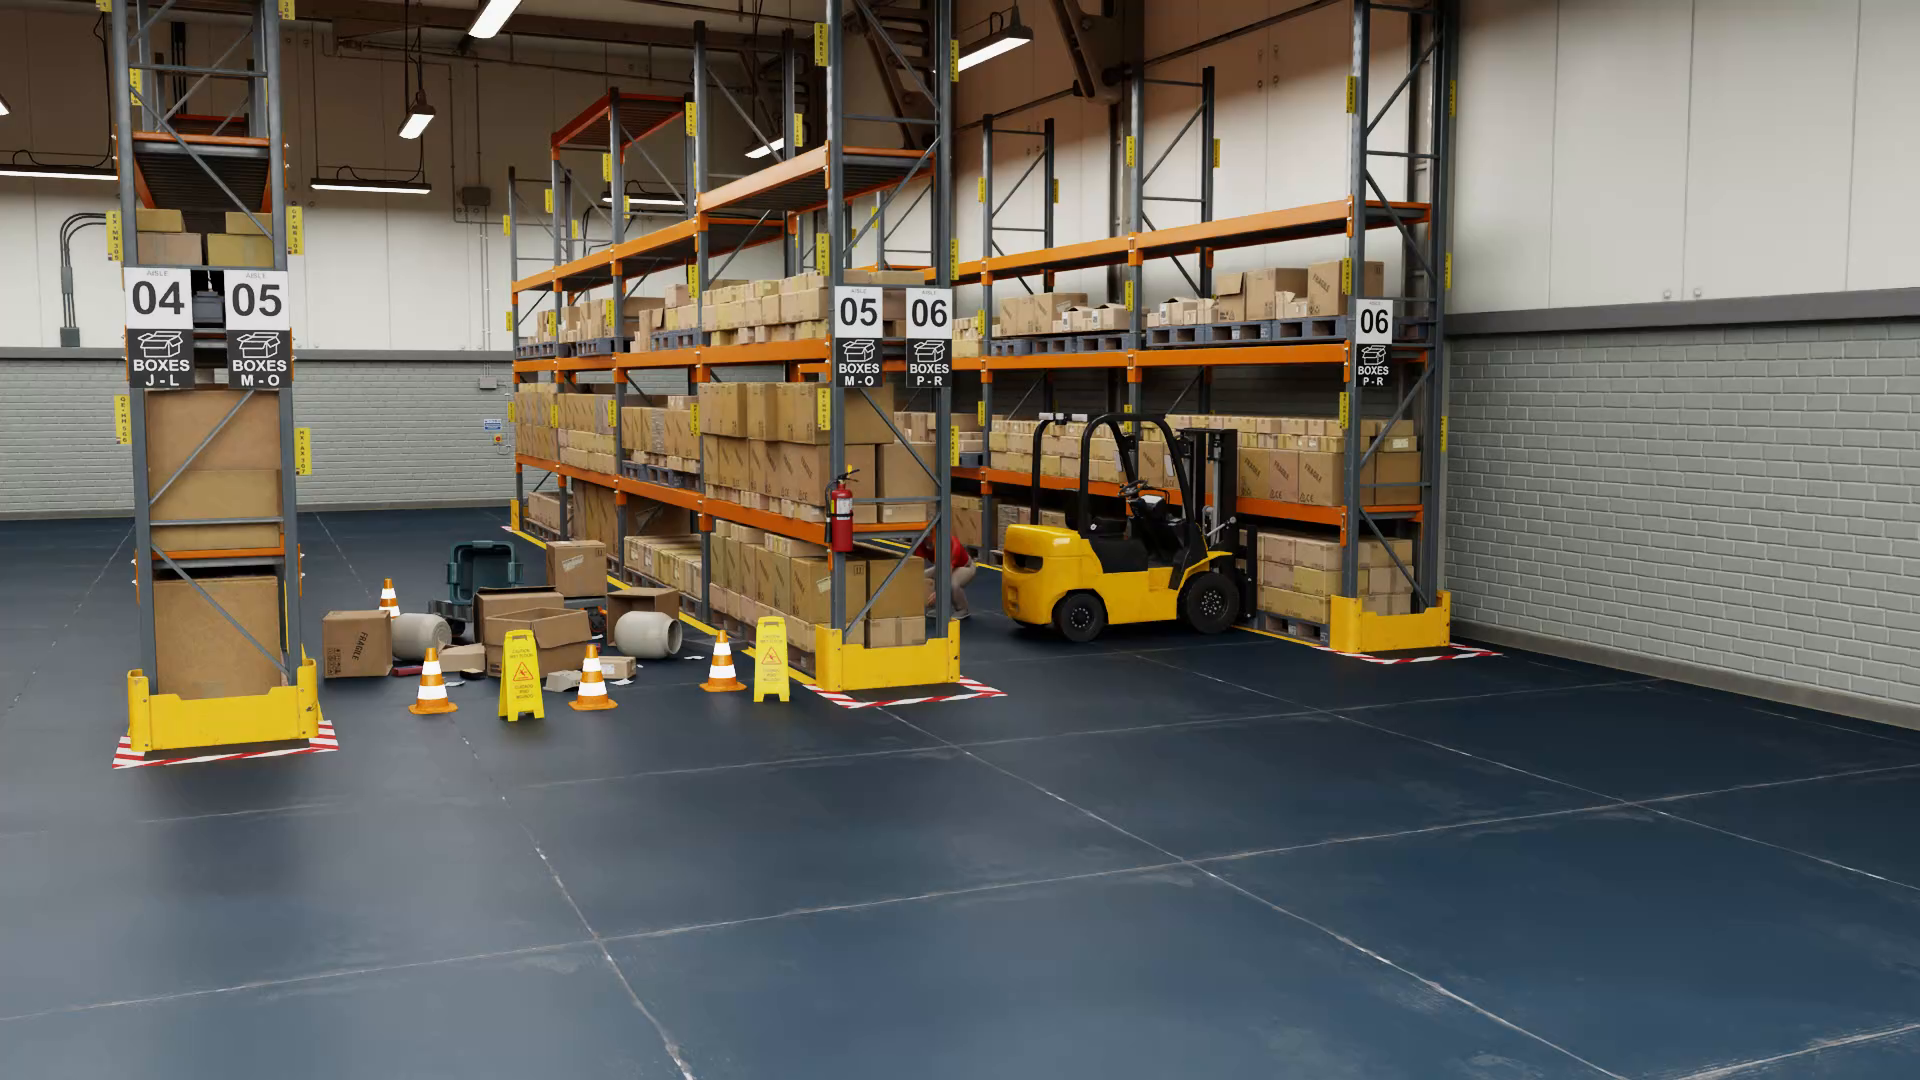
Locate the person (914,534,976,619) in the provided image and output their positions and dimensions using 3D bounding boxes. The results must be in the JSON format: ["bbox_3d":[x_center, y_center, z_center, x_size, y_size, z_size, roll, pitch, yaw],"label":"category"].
[{"bbox_3d":[-0.179,0.330,17.257,0.568,1.001,0.893,4,7,38],"label":"person"}]
